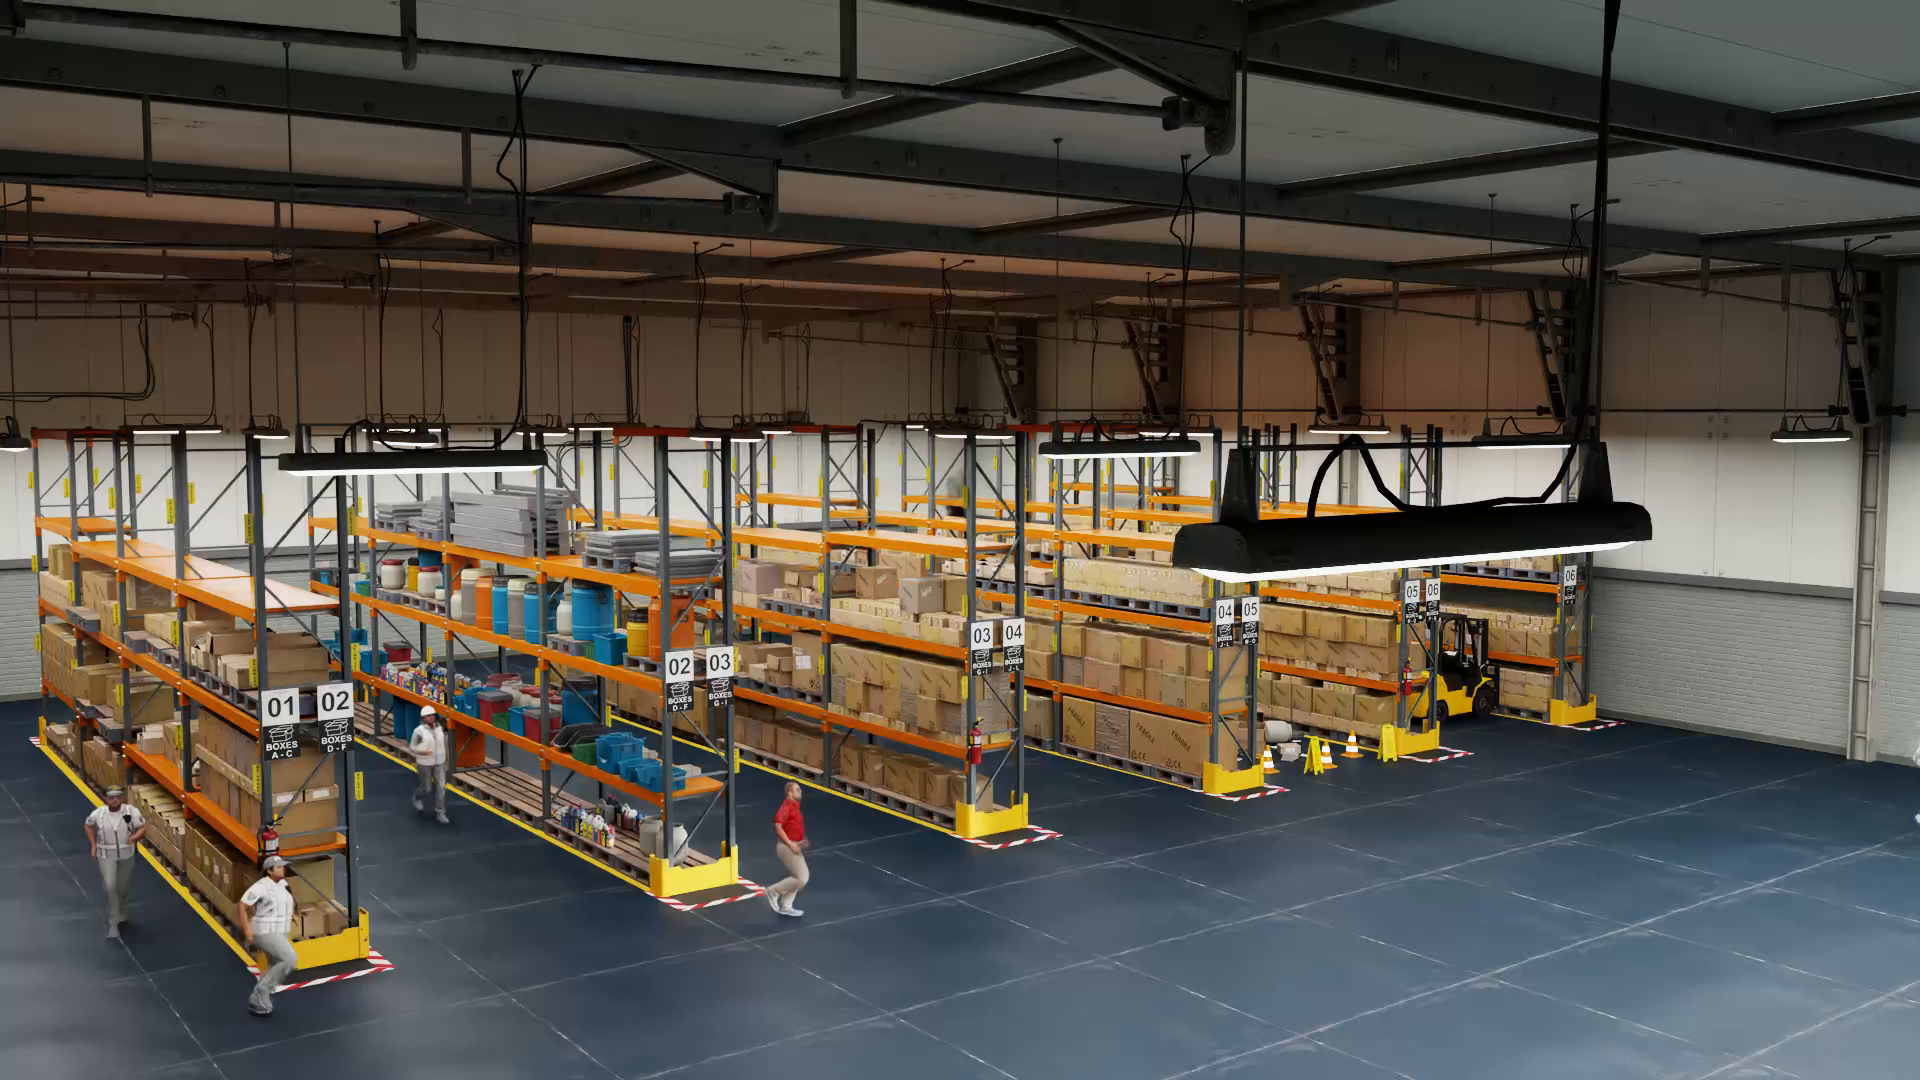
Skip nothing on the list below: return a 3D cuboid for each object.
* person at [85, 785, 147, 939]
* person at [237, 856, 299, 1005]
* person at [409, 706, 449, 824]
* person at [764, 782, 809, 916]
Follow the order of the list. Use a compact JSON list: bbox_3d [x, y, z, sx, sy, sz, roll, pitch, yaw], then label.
[{"bbox_3d":[-10.252,3.840,20.246,0.650,1.790,0.852,-3,5,-35],"label":"person"},{"bbox_3d":[-7.203,4.116,17.550,0.580,1.541,0.617,1,5,8],"label":"person"},{"bbox_3d":[-8.152,3.433,25.595,0.661,1.769,0.936,-4,6,-44],"label":"person"},{"bbox_3d":[-2.164,3.868,20.793,0.560,1.699,0.664,0,4,-3],"label":"person"}]
